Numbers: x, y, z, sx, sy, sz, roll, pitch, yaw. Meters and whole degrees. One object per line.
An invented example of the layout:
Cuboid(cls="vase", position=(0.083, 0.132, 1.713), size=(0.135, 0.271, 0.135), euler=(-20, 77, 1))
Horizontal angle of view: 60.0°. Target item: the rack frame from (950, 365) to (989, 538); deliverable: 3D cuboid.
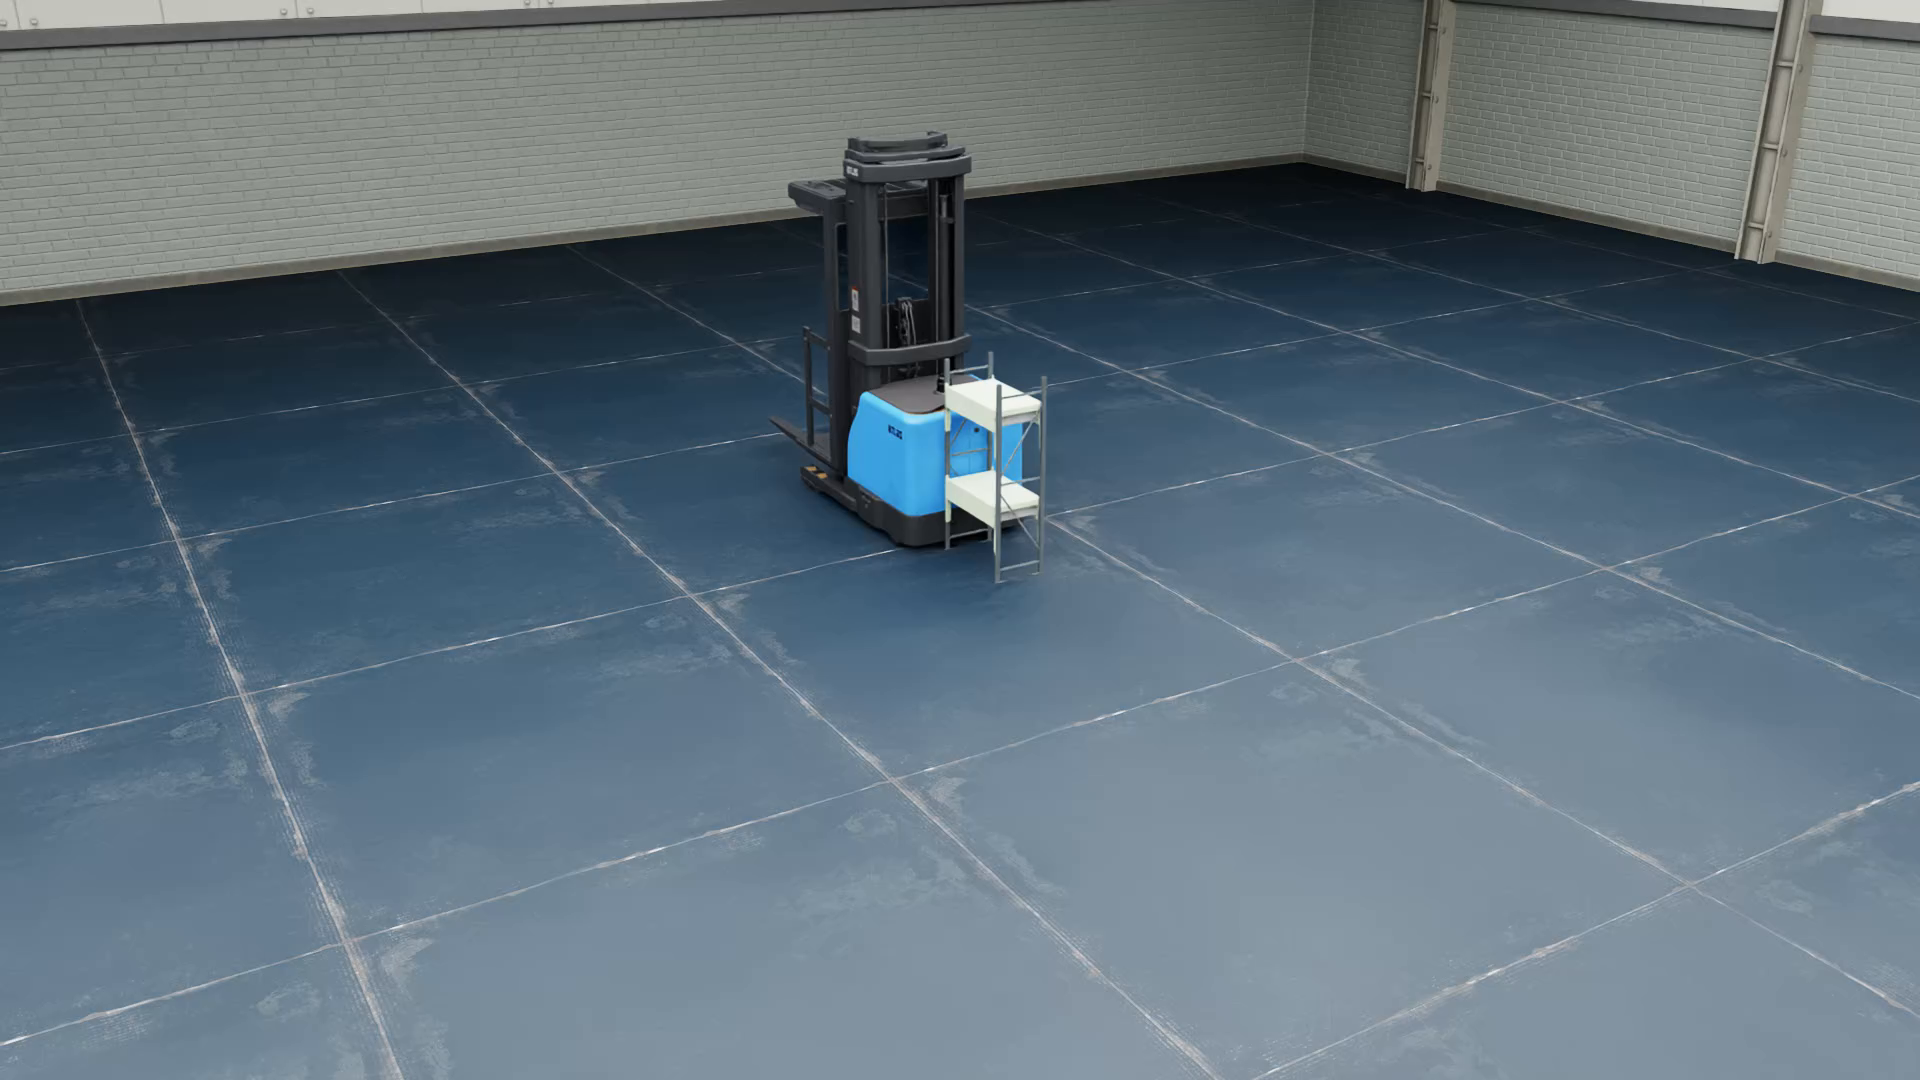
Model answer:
Cuboid(cls="rack frame", position=(0.064, -0.652, 12.423), size=(0.380, 1.308, 0.010), euler=(-12, 25, -27))

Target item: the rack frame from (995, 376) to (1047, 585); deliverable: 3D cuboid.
Cuboid(cls="rack frame", position=(0.430, -0.413, 11.835), size=(0.400, 1.500, 0.023), euler=(-12, 25, -27))

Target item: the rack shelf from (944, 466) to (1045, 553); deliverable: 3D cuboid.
Cuboid(cls="rack shelf", position=(0.247, -0.230, 12.252), size=(0.431, 0.370, 0.720), euler=(-12, 25, -27))

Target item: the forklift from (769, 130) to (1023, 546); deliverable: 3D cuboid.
Cuboid(cls="forklift", position=(-0.676, -1.822, 13.402), size=(1.130, 2.935, 3.031), euler=(-12, 25, -27))

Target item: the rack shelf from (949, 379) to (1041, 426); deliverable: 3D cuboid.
Cuboid(cls="rack shelf", position=(0.247, -0.984, 11.945), size=(0.368, 0.124, 0.686), euler=(-12, 25, -27))

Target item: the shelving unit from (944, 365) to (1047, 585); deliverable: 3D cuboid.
Cuboid(cls="shelving unit", position=(0.249, -0.531, 12.127), size=(0.431, 1.500, 0.748), euler=(-12, 25, -27))

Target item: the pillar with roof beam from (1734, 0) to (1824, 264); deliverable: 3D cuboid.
Cuboid(cls="pillar with roof beam", position=(6.757, -7.029, 18.153), size=(9.100, 9.000, 0.400), euler=(-13, 25, -28))

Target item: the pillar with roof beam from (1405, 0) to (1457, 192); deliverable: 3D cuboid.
Cuboid(cls="pillar with roof beam", position=(3.692, -8.971, 22.932), size=(9.100, 9.000, 0.400), euler=(-13, 25, -28))
